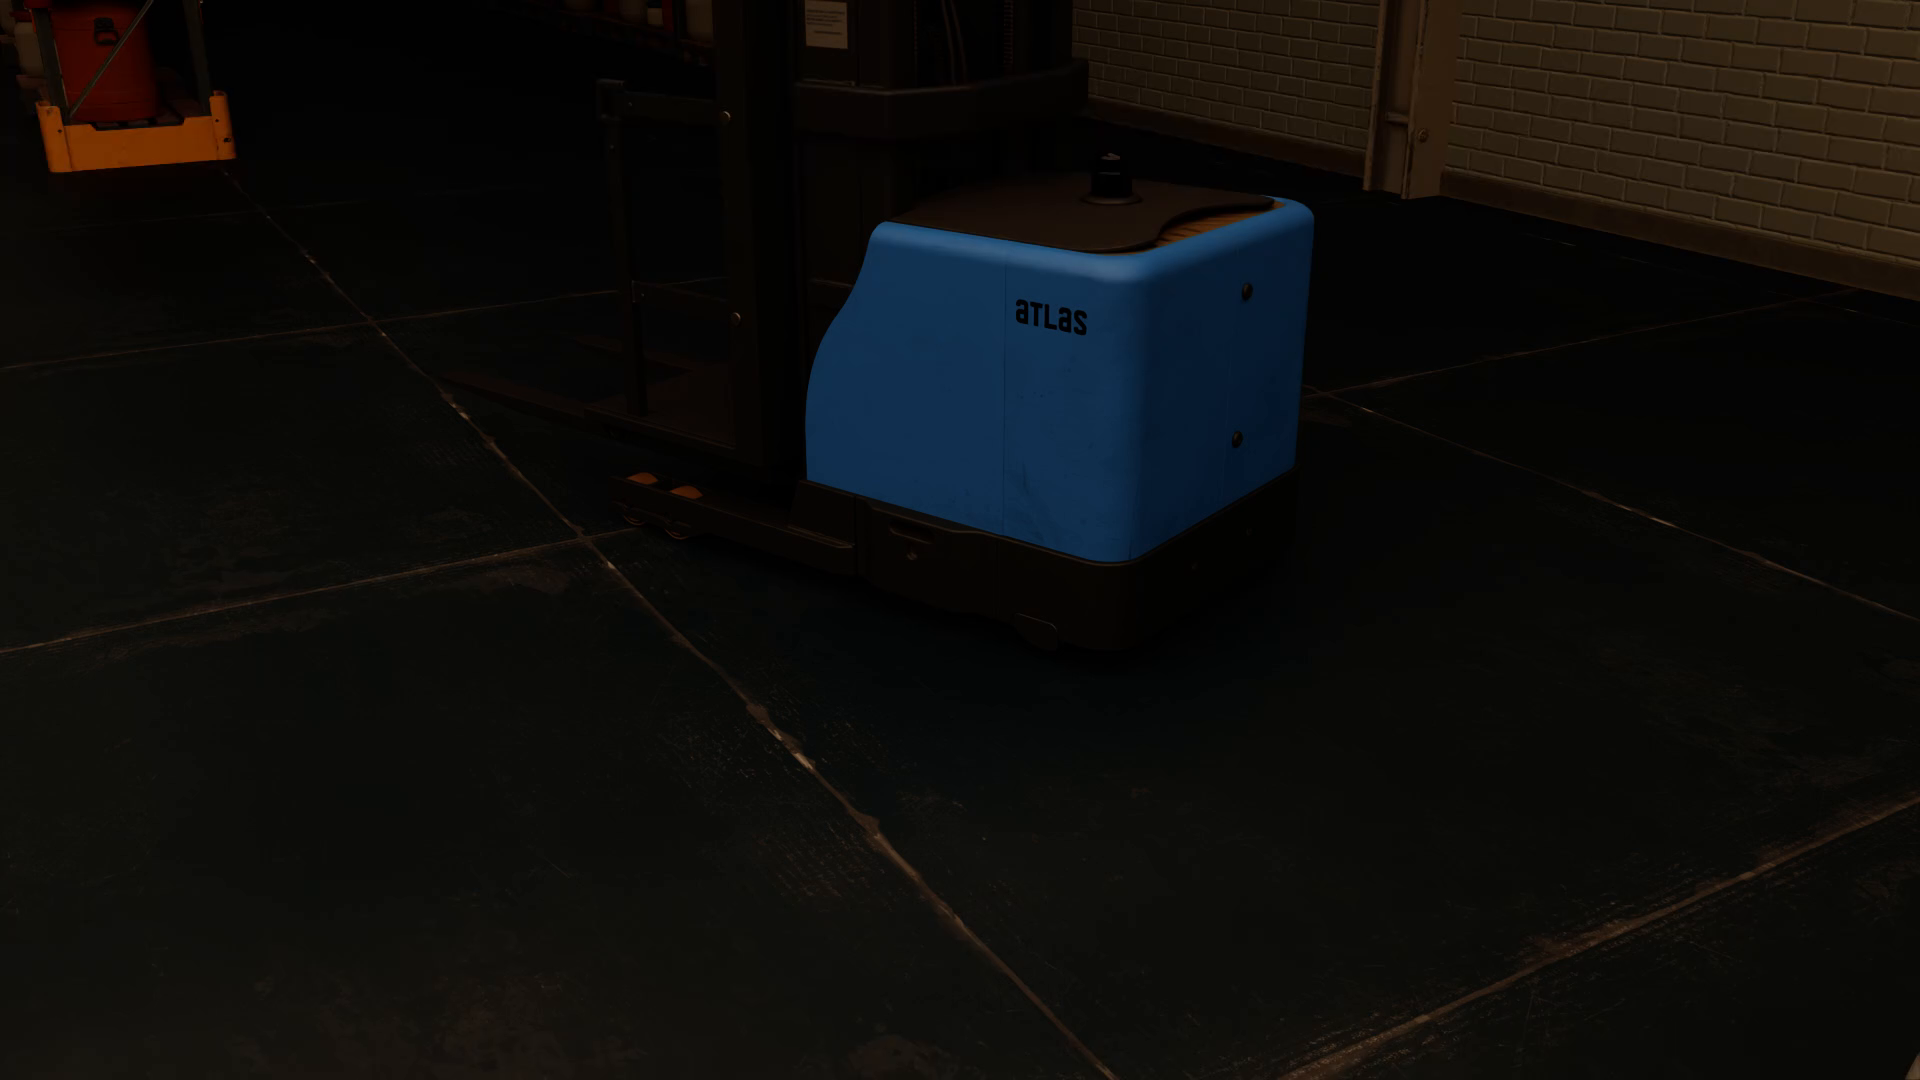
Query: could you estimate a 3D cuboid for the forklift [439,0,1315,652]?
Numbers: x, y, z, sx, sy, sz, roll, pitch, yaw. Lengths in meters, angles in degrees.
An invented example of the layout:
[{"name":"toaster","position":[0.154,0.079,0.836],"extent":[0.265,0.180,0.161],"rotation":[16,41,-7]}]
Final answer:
[{"name":"forklift","position":[-0.481,-1.497,4.922],"extent":[3.031,2.935,1.130],"rotation":[16,27,34]}]
